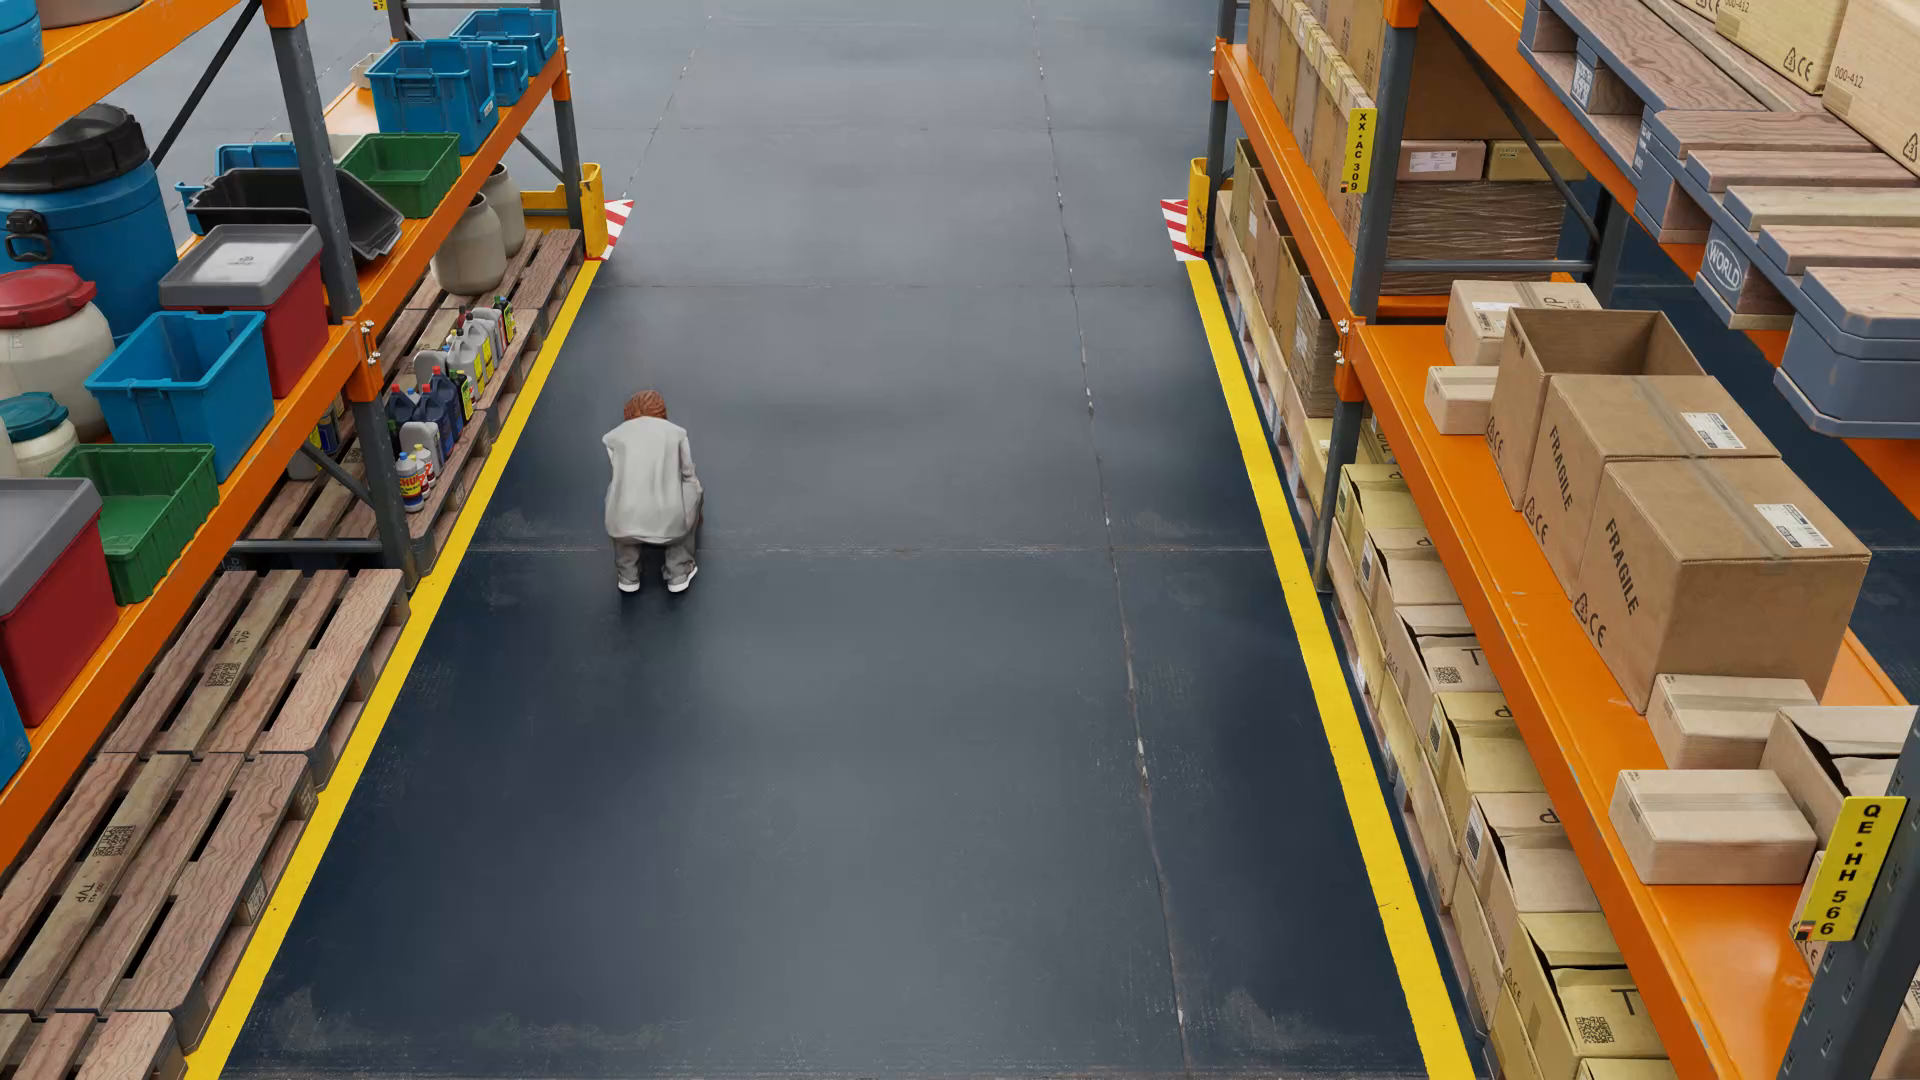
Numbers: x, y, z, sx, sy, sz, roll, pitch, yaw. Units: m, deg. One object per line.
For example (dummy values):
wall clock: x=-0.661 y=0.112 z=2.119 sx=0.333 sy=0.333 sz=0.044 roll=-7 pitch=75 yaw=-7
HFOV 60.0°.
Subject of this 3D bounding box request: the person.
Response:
person: x=-1.354 y=-0.168 z=7.336 sx=0.434 sy=0.759 sz=0.836 roll=-1 pitch=32 yaw=-1
